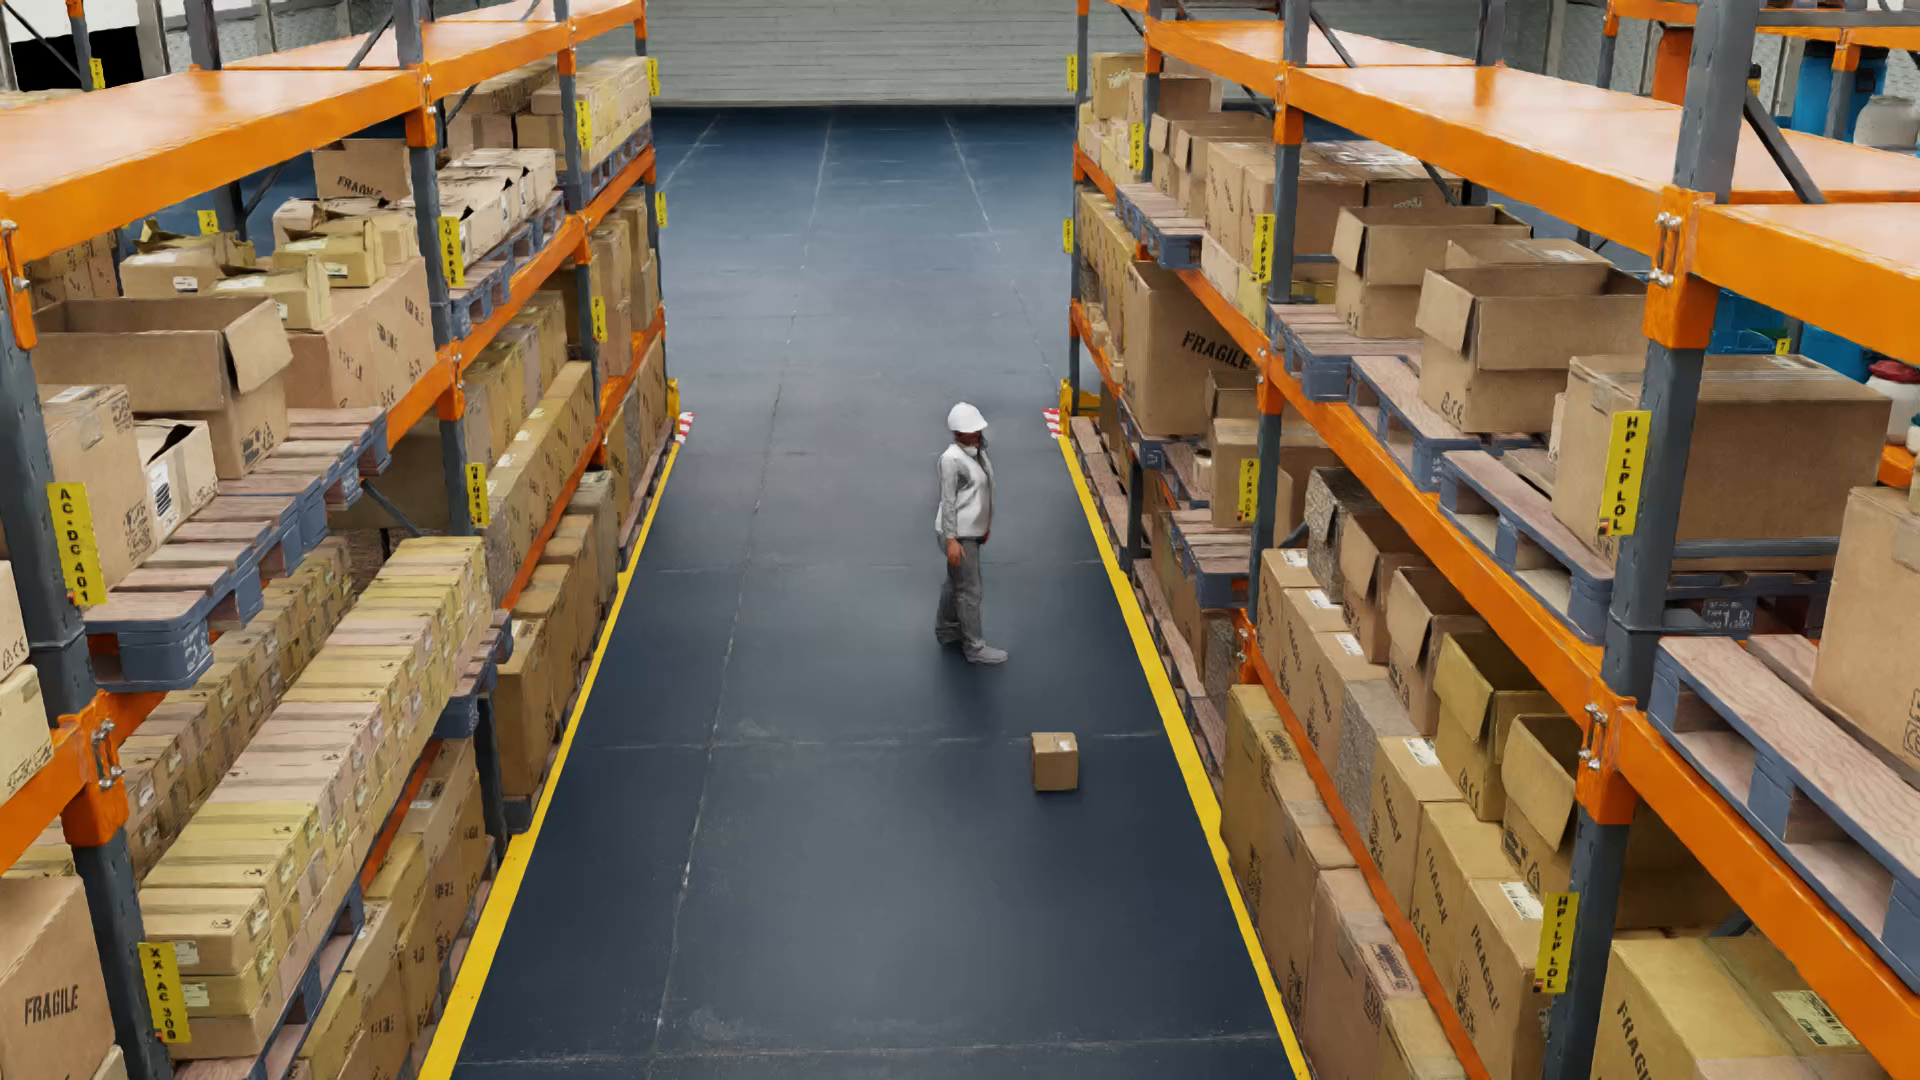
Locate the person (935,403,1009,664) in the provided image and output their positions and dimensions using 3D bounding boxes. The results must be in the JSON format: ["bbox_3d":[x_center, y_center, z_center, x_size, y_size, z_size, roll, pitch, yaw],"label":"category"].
[{"bbox_3d":[0.077,-0.056,11.123,0.584,1.770,0.645,5,21,14],"label":"person"}]
